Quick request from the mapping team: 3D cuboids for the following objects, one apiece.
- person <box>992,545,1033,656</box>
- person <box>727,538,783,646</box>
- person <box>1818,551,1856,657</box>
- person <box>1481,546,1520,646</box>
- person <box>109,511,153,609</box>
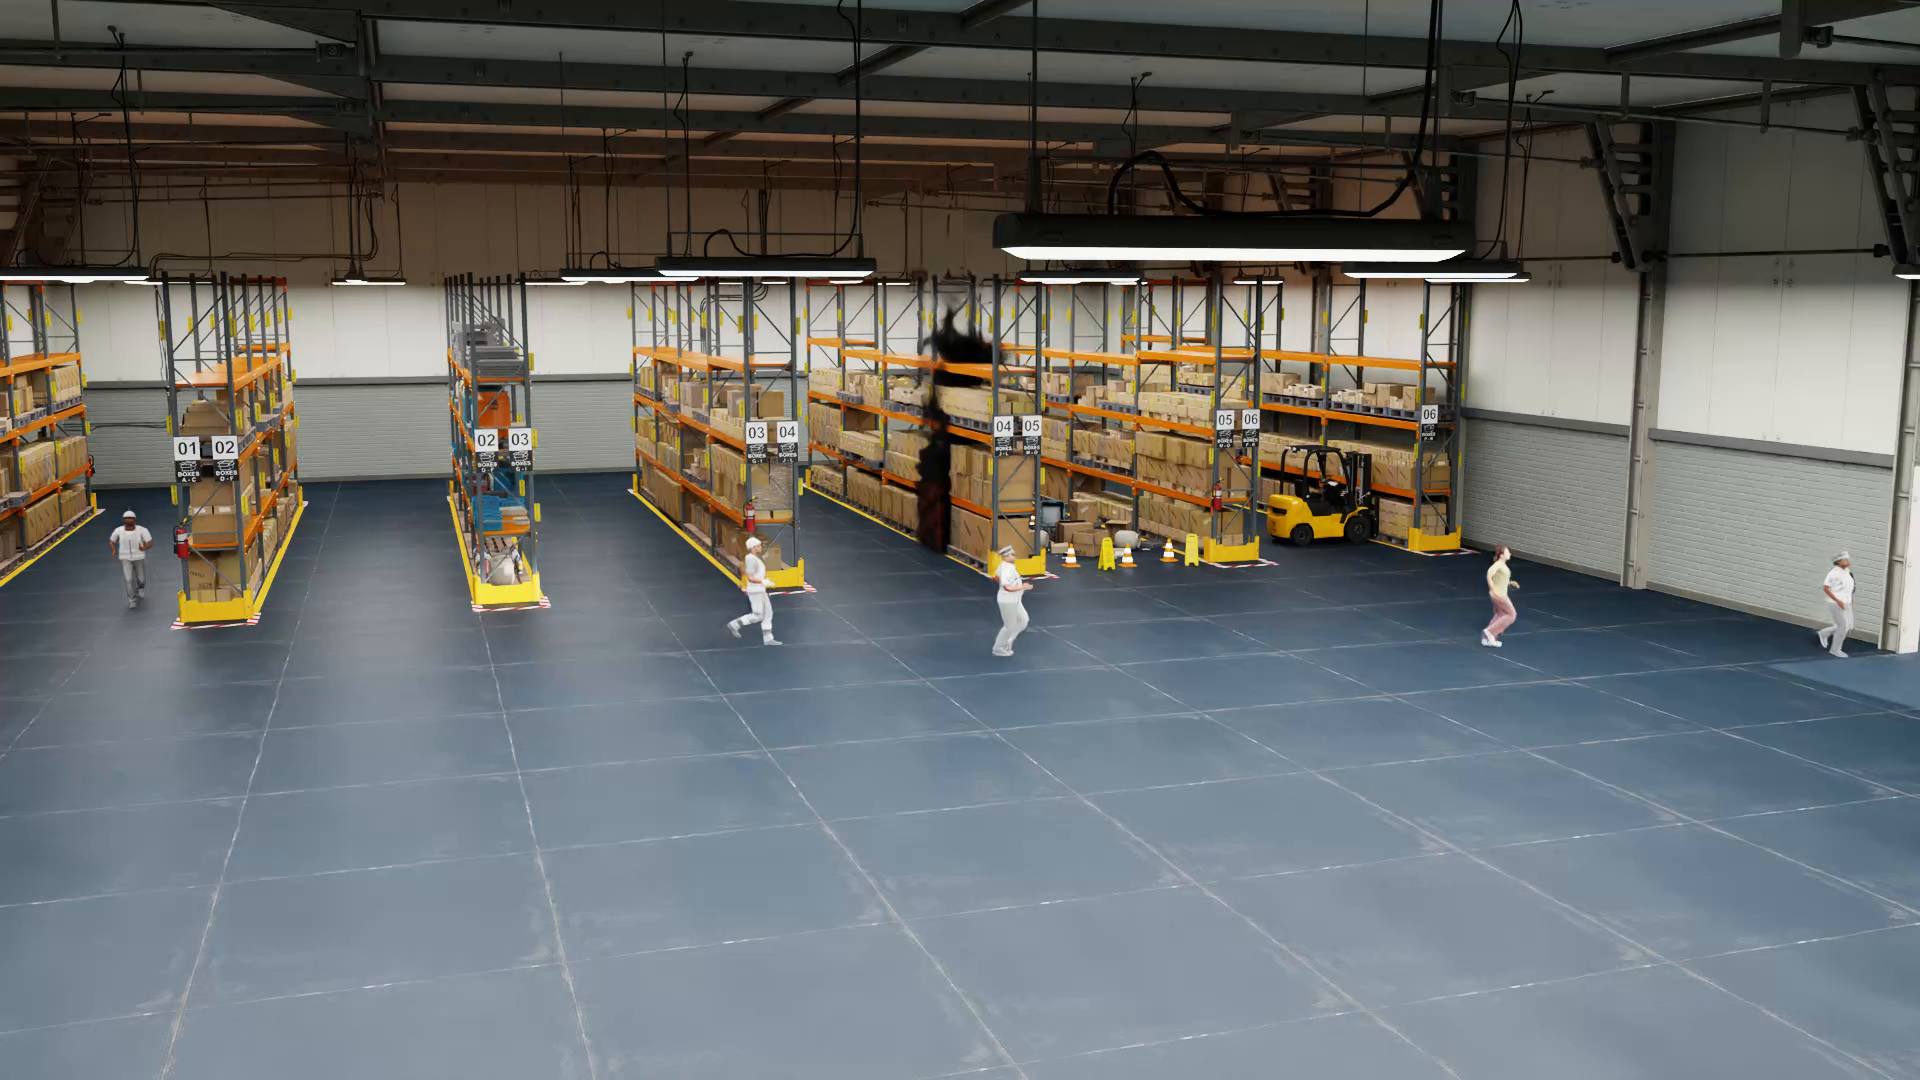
[{"bbox_3d":[0.833,0.959,25.964,0.651,1.789,0.645,1,9,7],"label":"person"},{"bbox_3d":[-3.300,0.837,26.694,0.888,1.769,0.655,0,9,-1],"label":"person"},{"bbox_3d":[13.775,0.982,26.142,0.579,1.673,0.516,-6,10,-34],"label":"person"},{"bbox_3d":[8.695,0.898,26.699,0.549,1.637,0.587,3,9,18],"label":"person"},{"bbox_3d":[-14.992,0.338,30.107,0.714,1.739,0.846,-4,9,-24],"label":"person"}]
